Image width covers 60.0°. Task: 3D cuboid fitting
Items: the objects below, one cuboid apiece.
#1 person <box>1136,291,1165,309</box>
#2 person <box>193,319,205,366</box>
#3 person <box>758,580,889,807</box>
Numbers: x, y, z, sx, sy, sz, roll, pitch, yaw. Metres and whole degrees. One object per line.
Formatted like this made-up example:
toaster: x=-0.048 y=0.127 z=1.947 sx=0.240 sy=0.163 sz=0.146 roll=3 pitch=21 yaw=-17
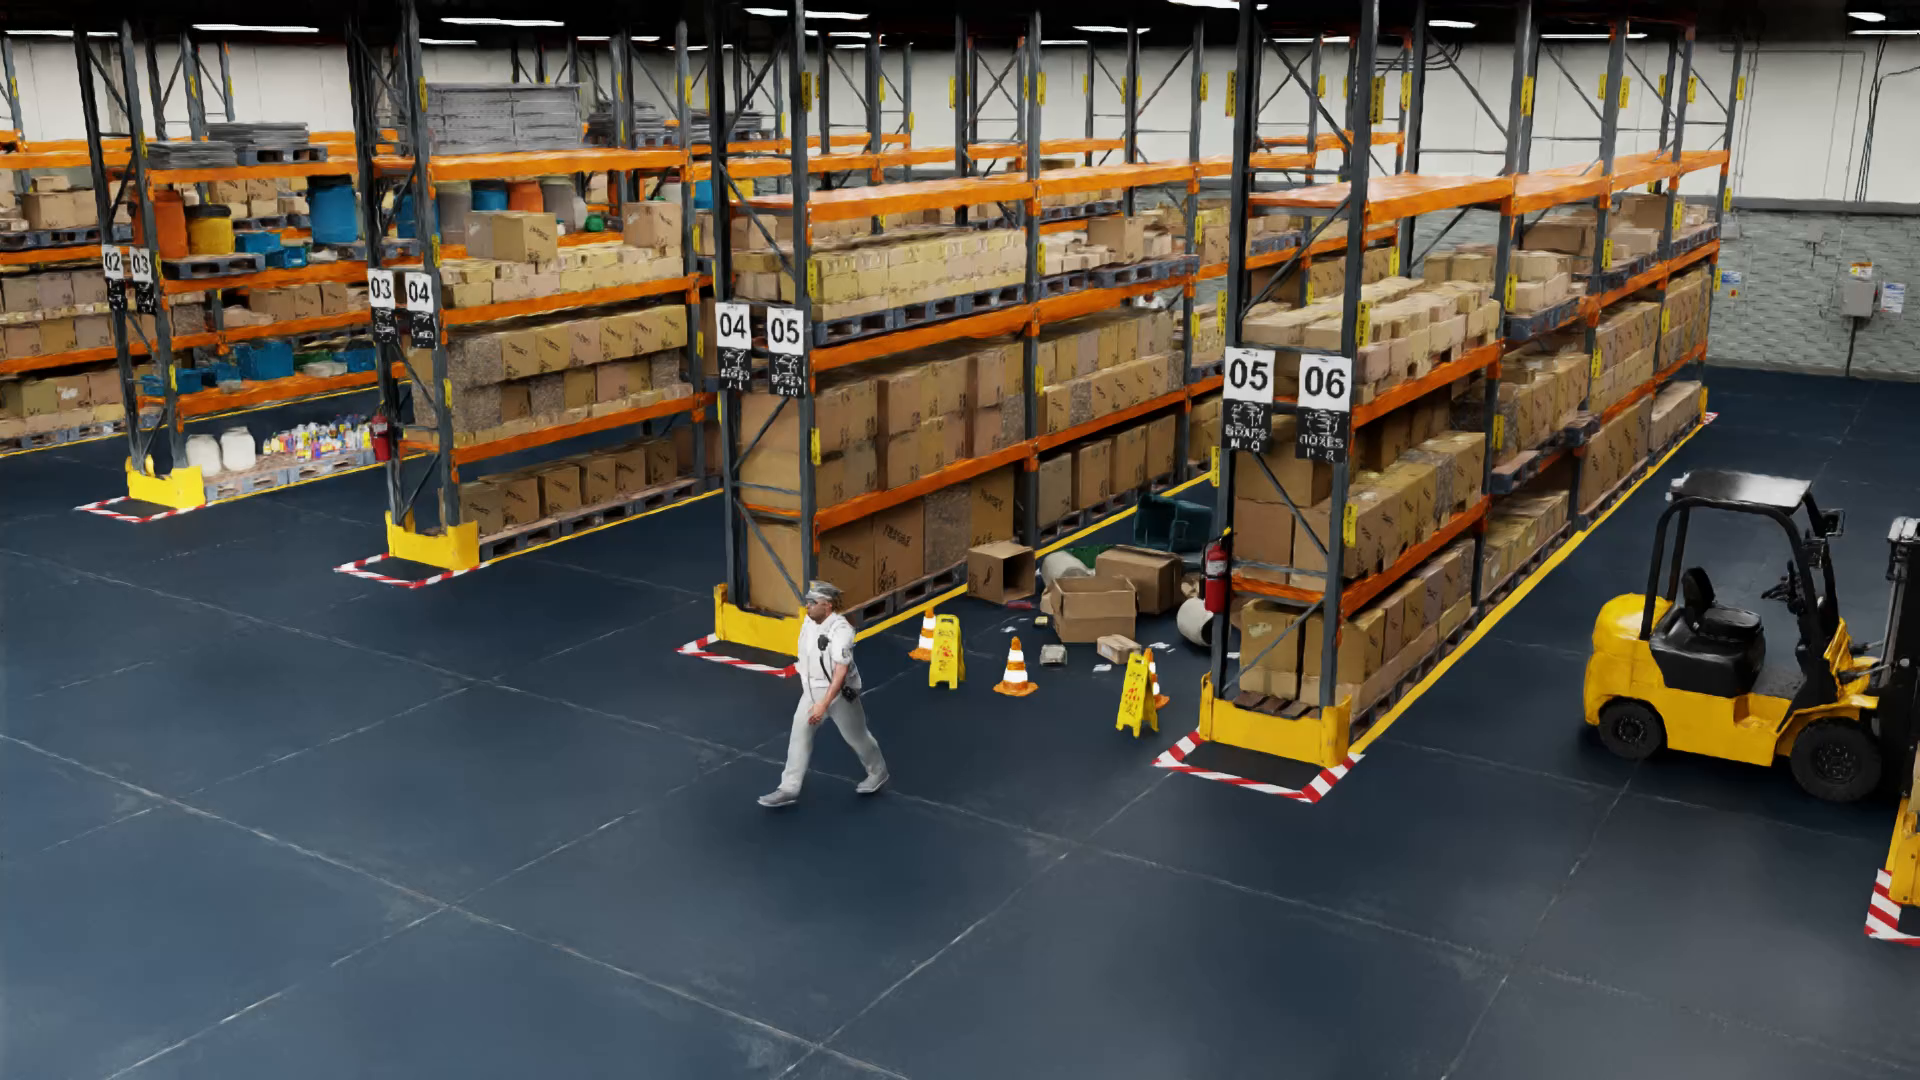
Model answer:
person: x=3.332 y=-3.713 z=29.335 sx=0.566 sy=1.706 sz=1.122 roll=11 pitch=19 yaw=33
person: x=-13.492 y=-3.621 z=29.189 sx=0.490 sy=1.587 sz=0.999 roll=7 pitch=17 yaw=23
person: x=-0.966 y=1.091 z=12.051 sx=0.534 sy=1.705 sz=1.041 roll=14 pitch=21 yaw=40
